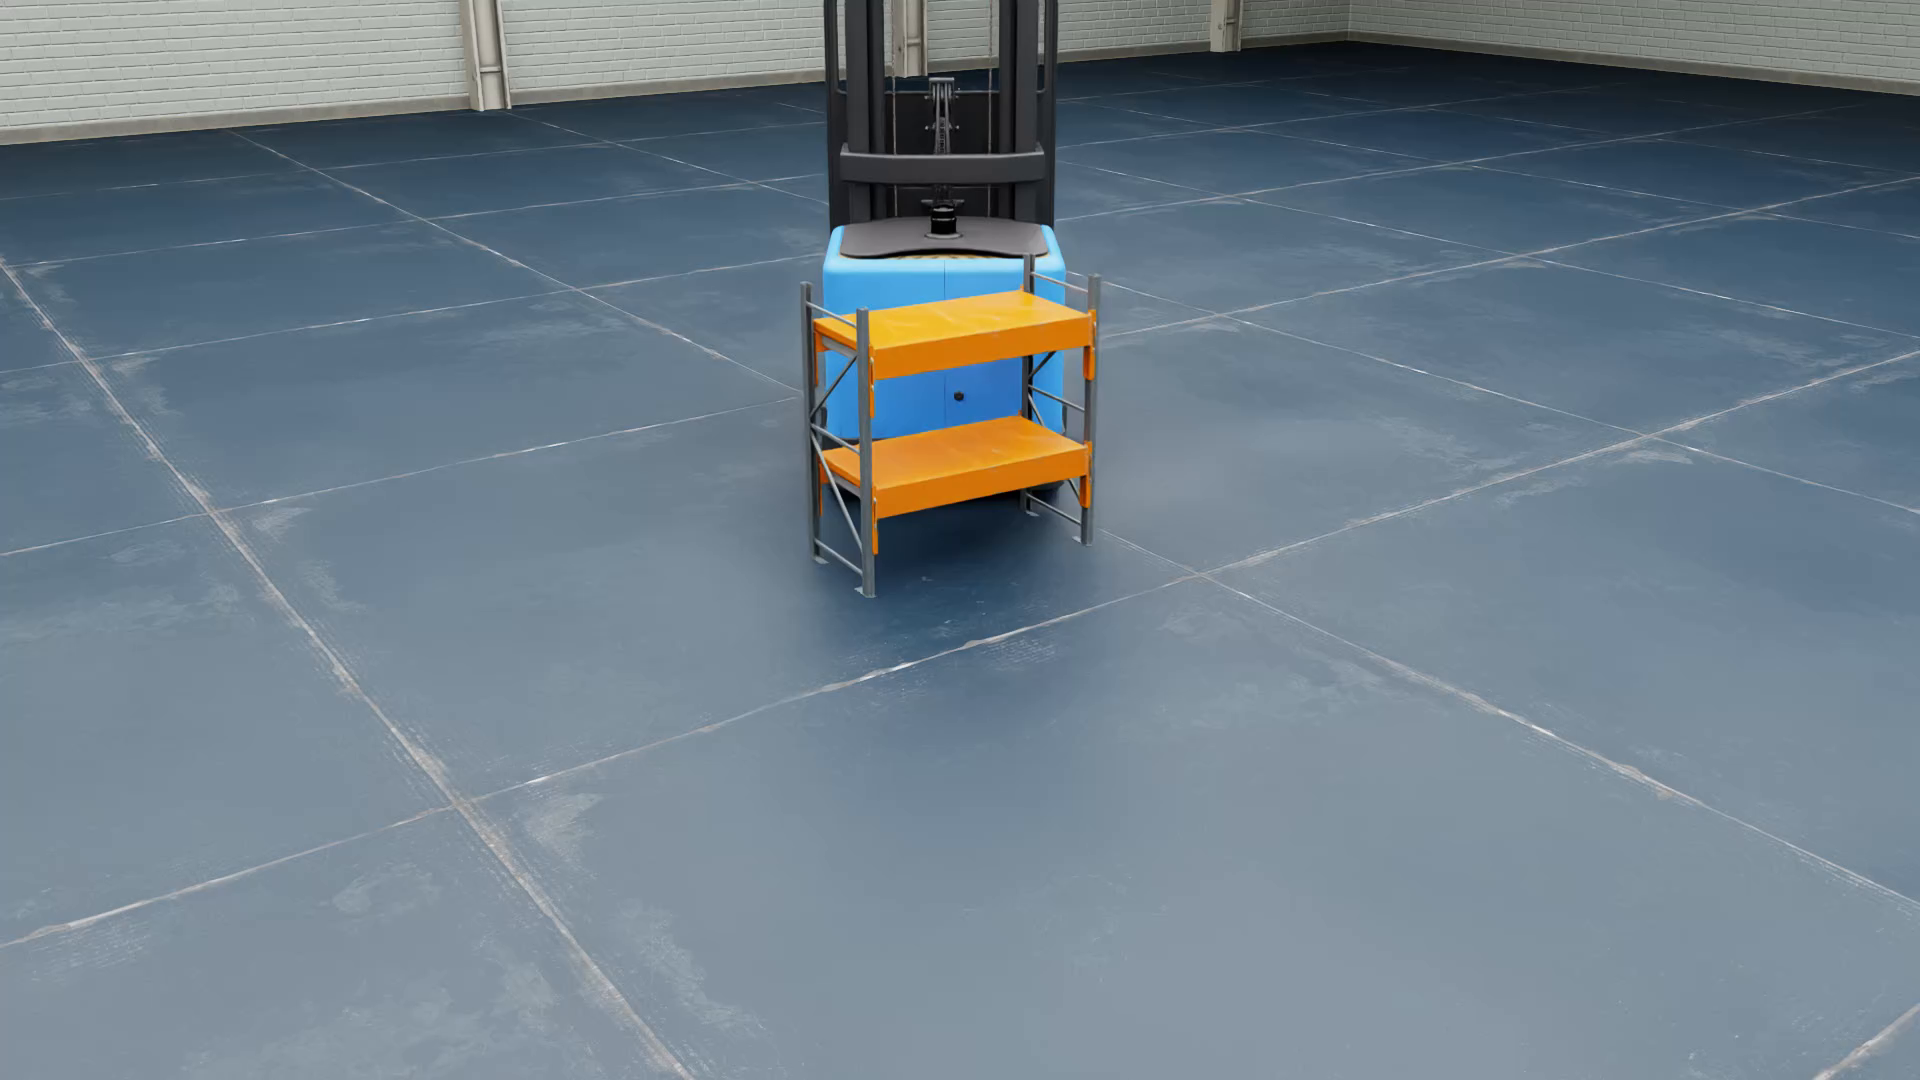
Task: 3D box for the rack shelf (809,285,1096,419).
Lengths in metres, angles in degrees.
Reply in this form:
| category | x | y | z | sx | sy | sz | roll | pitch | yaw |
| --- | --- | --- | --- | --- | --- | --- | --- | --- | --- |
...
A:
| category | x | y | z | sx | sy | sz | roll | pitch | yaw |
| --- | --- | --- | --- | --- | --- | --- | --- | --- | --- |
| rack shelf | -0.032 | -0.747 | 6.462 | 1.000 | 0.278 | 0.538 | -13 | 25 | -29 |

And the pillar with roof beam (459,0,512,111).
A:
| category | x | y | z | sx | sy | sz | roll | pitch | yaw |
| --- | --- | --- | --- | --- | --- | --- | --- | --- | --- |
| pillar with roof beam | -3.050 | -8.005 | 14.815 | 0.400 | 9.000 | 9.100 | -15 | 26 | -33 |

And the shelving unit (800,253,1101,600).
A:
| category | x | y | z | sx | sy | sz | roll | pitch | yaw |
| --- | --- | --- | --- | --- | --- | --- | --- | --- | --- |
| shelving unit | -0.032 | -0.476 | 6.570 | 1.048 | 1.125 | 0.538 | -13 | 25 | -29 |

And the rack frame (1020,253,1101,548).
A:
| category | x | y | z | sx | sy | sz | roll | pitch | yaw |
| --- | --- | --- | --- | --- | --- | --- | --- | --- | --- |
| rack frame | 0.402 | -0.573 | 6.816 | 0.032 | 1.125 | 0.500 | -13 | 25 | -29 |

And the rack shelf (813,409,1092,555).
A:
| category | x | y | z | sx | sy | sz | roll | pitch | yaw |
| --- | --- | --- | --- | --- | --- | --- | --- | --- | --- |
| rack shelf | -0.032 | -0.248 | 6.661 | 1.000 | 0.278 | 0.538 | -13 | 25 | -29 |

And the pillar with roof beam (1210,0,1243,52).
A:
| category | x | y | z | sx | sy | sz | roll | pitch | yaw |
| --- | --- | --- | --- | --- | --- | --- | --- | --- | --- |
| pillar with roof beam | 6.691 | -10.602 | 21.324 | 0.400 | 9.000 | 9.100 | -15 | 26 | -33 |

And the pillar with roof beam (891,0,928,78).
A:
| category | x | y | z | sx | sy | sz | roll | pitch | yaw |
| --- | --- | --- | --- | --- | --- | --- | --- | --- | --- |
| pillar with roof beam | 1.820 | -9.304 | 18.070 | 0.400 | 9.000 | 9.100 | -15 | 26 | -33 |

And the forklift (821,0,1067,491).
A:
| category | x | y | z | sx | sy | sz | roll | pitch | yaw |
| --- | --- | --- | --- | --- | --- | --- | --- | --- | --- |
| forklift | -0.094 | -2.070 | 8.129 | 1.130 | 2.935 | 3.031 | 0 | 22 | -1 |

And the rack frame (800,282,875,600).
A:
| category | x | y | z | sx | sy | sz | roll | pitch | yaw |
| --- | --- | --- | --- | --- | --- | --- | --- | --- | --- |
| rack frame | -0.467 | -0.378 | 6.325 | 0.032 | 1.125 | 0.500 | -13 | 25 | -29 |
